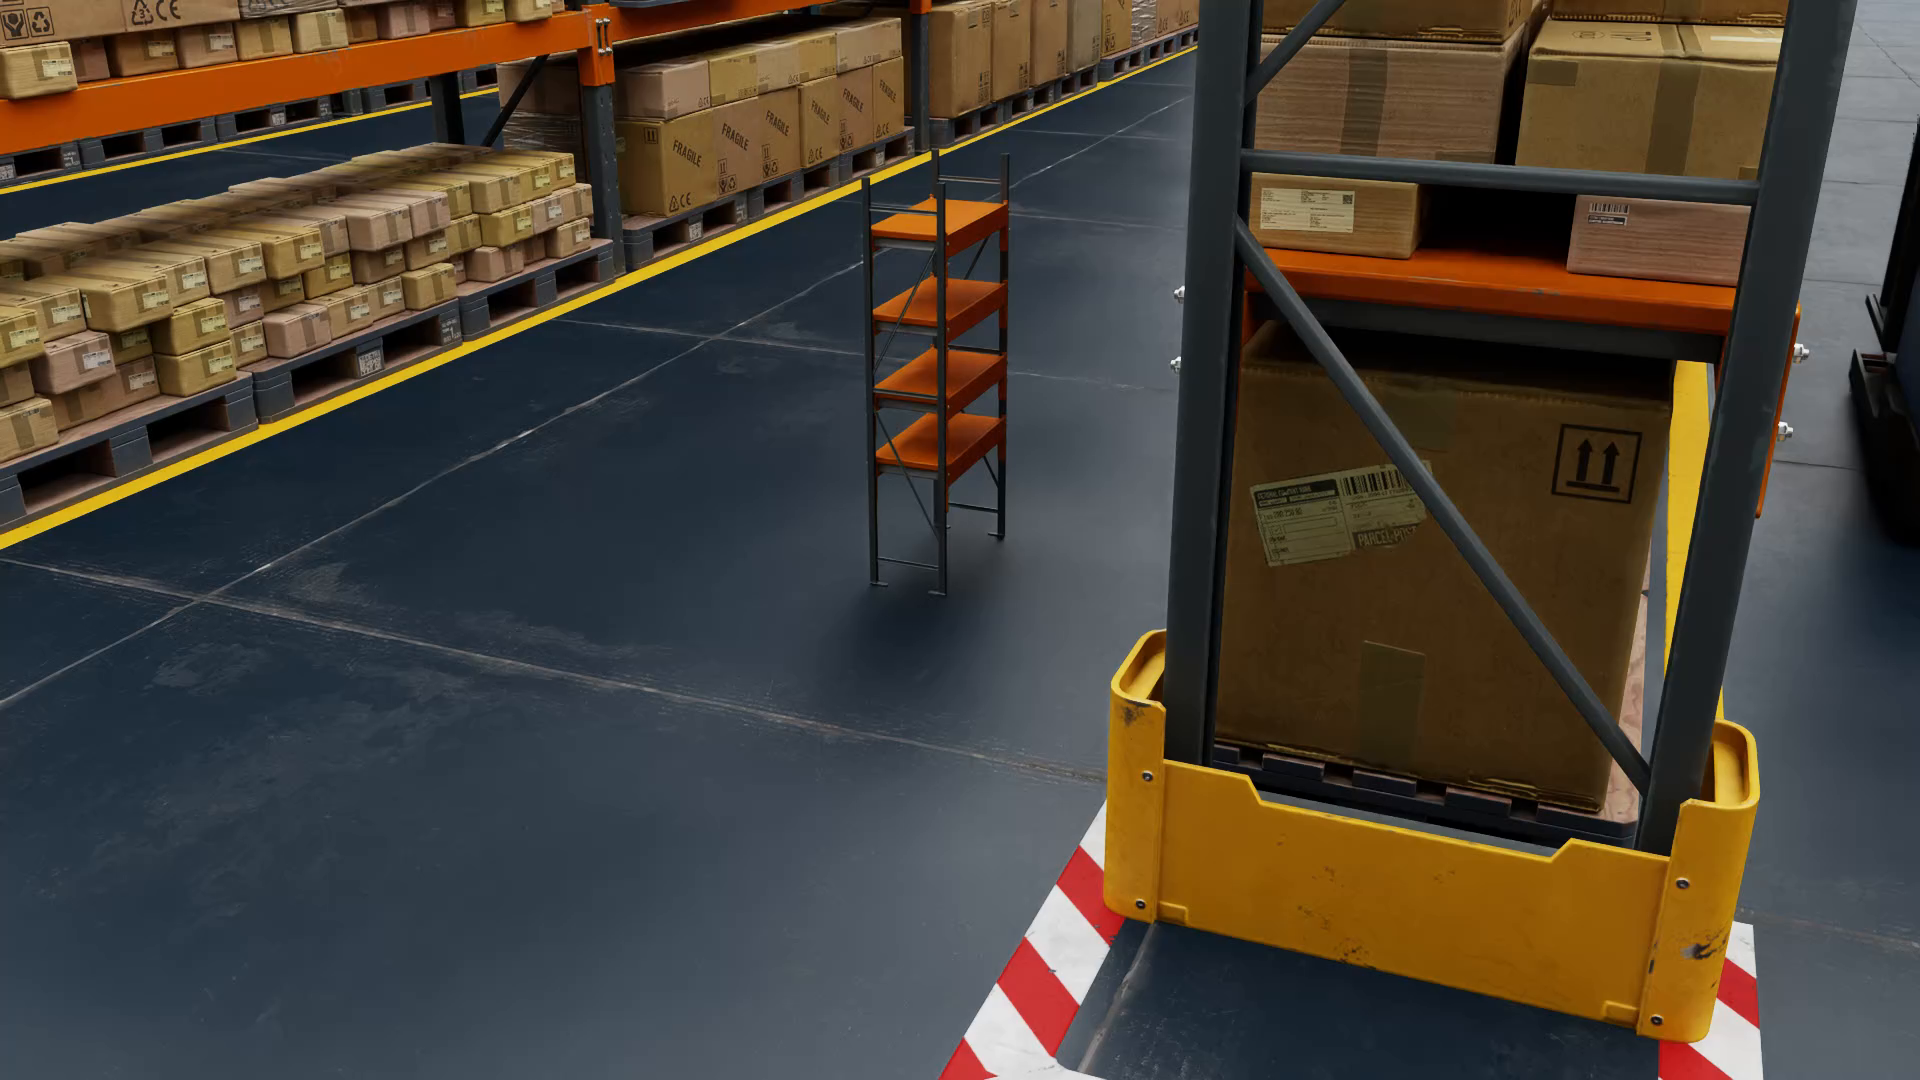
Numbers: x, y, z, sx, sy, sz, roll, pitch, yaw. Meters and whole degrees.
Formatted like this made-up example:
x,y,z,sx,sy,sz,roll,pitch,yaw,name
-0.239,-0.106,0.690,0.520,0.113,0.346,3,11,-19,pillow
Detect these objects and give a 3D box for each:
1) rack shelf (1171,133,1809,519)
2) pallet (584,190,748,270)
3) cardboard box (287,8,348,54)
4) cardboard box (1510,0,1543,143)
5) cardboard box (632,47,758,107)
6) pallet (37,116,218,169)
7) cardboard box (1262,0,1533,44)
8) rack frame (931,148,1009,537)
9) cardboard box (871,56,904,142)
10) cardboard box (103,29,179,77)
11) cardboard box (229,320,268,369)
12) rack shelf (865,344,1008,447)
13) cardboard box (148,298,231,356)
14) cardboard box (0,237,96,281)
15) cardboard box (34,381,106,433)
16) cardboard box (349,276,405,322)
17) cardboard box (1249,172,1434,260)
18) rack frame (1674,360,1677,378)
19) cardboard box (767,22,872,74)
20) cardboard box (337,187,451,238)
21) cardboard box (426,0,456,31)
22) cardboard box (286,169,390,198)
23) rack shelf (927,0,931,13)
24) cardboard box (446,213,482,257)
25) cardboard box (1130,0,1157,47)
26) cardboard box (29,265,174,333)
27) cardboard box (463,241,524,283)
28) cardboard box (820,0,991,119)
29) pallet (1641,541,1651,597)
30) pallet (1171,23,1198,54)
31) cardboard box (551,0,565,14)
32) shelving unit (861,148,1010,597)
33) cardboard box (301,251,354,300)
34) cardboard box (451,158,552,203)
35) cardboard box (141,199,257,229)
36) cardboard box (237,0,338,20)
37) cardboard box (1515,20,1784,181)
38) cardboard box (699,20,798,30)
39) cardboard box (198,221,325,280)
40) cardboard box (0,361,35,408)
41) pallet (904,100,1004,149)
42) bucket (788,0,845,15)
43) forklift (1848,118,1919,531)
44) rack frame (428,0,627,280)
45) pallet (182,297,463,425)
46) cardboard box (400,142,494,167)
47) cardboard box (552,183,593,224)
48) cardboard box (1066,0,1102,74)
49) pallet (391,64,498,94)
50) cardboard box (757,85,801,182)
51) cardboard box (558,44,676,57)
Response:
x,y,z,sx,sy,sz,roll,pitch,yaw,name
1.636,-0.992,4.667,1.077,0.370,4.000,9,24,20,rack shelf
-1.901,-1.778,9.233,1.003,0.211,1.213,9,24,20,pallet
-2.591,-1.965,6.387,0.380,0.149,0.250,9,24,21,cardboard box
1.016,-1.069,3.727,0.500,0.250,0.500,8,24,19,cardboard box
-1.473,-2.590,9.284,0.500,0.250,0.500,9,24,22,cardboard box
-6.154,-2.897,11.911,1.003,0.211,1.213,9,24,20,pallet
0.830,-1.234,3.149,0.500,0.500,0.500,9,24,21,cardboard box
0.029,-0.582,5.086,0.240,1.200,0.015,9,24,20,rack frame
-0.705,-2.985,11.202,0.500,0.500,0.500,9,24,20,cardboard box
-2.952,-1.699,5.752,0.380,0.149,0.250,9,24,20,cardboard box
-2.873,-0.750,6.309,0.380,0.149,0.250,9,24,20,cardboard box
-0.061,-0.432,4.903,0.258,0.148,0.480,9,24,20,rack shelf
-2.883,-0.787,6.011,0.380,0.149,0.250,10,25,22,cardboard box
-3.433,-1.009,6.157,0.380,0.149,0.250,8,24,18,cardboard box
-3.162,-0.480,5.661,0.380,0.149,0.250,9,24,20,cardboard box
-2.562,-1.021,6.957,0.380,0.149,0.250,9,24,21,cardboard box
0.720,-0.667,3.281,0.380,0.149,0.250,9,24,21,cardboard box
2.379,-2.040,6.241,1.000,3.000,0.127,9,24,20,rack frame
-0.891,-3.139,10.599,0.500,0.250,0.500,9,24,21,cardboard box
-2.407,-1.395,7.080,0.380,0.149,0.250,8,24,17,cardboard box
-2.386,-2.257,7.088,0.380,0.149,0.250,8,24,19,cardboard box
-2.790,-1.561,7.477,0.380,0.149,0.250,8,24,19,cardboard box
0.040,-4.601,13.307,1.077,0.370,4.000,9,24,20,rack shelf
-2.367,-1.371,7.408,0.380,0.149,0.250,9,24,21,cardboard box
1.413,-5.400,16.499,0.875,0.875,0.875,9,24,20,cardboard box
-2.961,-0.834,5.737,0.380,0.149,0.250,9,24,20,cardboard box
-2.230,-1.290,7.601,0.380,0.149,0.250,8,24,18,cardboard box
-0.393,-3.578,12.298,1.050,0.750,0.750,8,24,19,cardboard box
1.572,-0.054,5.105,1.003,0.211,1.213,9,24,20,pallet
2.044,-5.496,18.134,1.003,0.211,1.213,9,24,20,pallet
-2.077,-2.534,7.752,0.380,0.149,0.250,8,24,19,cardboard box
-0.061,-0.494,4.877,0.258,1.200,0.503,9,24,20,shelving unit
-2.700,-1.094,6.746,0.380,0.149,0.250,10,25,23,cardboard box
-2.137,-1.677,7.755,0.380,0.149,0.250,9,24,21,cardboard box
-3.113,-1.290,6.828,0.380,0.149,0.250,9,24,20,cardboard box
-2.699,-2.211,6.136,0.500,0.500,0.500,8,24,19,cardboard box
1.322,-0.809,3.105,0.500,0.250,0.500,8,24,19,cardboard box
-1.372,-3.210,10.769,0.500,0.250,0.500,8,24,19,cardboard box
-2.694,-1.120,6.422,0.380,0.149,0.250,9,24,21,cardboard box
-3.242,-0.521,5.373,0.380,0.149,0.250,10,25,22,cardboard box
-0.340,-3.202,12.642,1.003,0.211,1.213,9,24,20,pallet
-1.307,-5.218,16.127,0.726,0.611,0.620,19,39,38,bucket
3.979,-1.772,5.689,1.130,2.935,3.031,9,24,21,forklift
-2.189,-2.786,8.028,1.000,3.000,0.127,9,24,20,rack frame
-2.857,-0.816,6.929,1.003,0.211,1.213,9,24,20,pallet
-2.509,-1.845,8.158,0.380,0.149,0.250,10,25,22,cardboard box
-2.011,-1.643,8.060,0.380,0.149,0.250,9,24,21,cardboard box
0.636,-4.569,14.672,1.050,0.750,0.750,9,24,20,cardboard box
-4.590,-4.318,15.313,1.003,0.211,1.213,9,24,20,pallet
-1.291,-2.432,9.878,0.500,0.500,0.500,9,24,21,cardboard box
-1.943,-2.657,9.445,0.500,0.250,0.500,10,25,23,cardboard box
